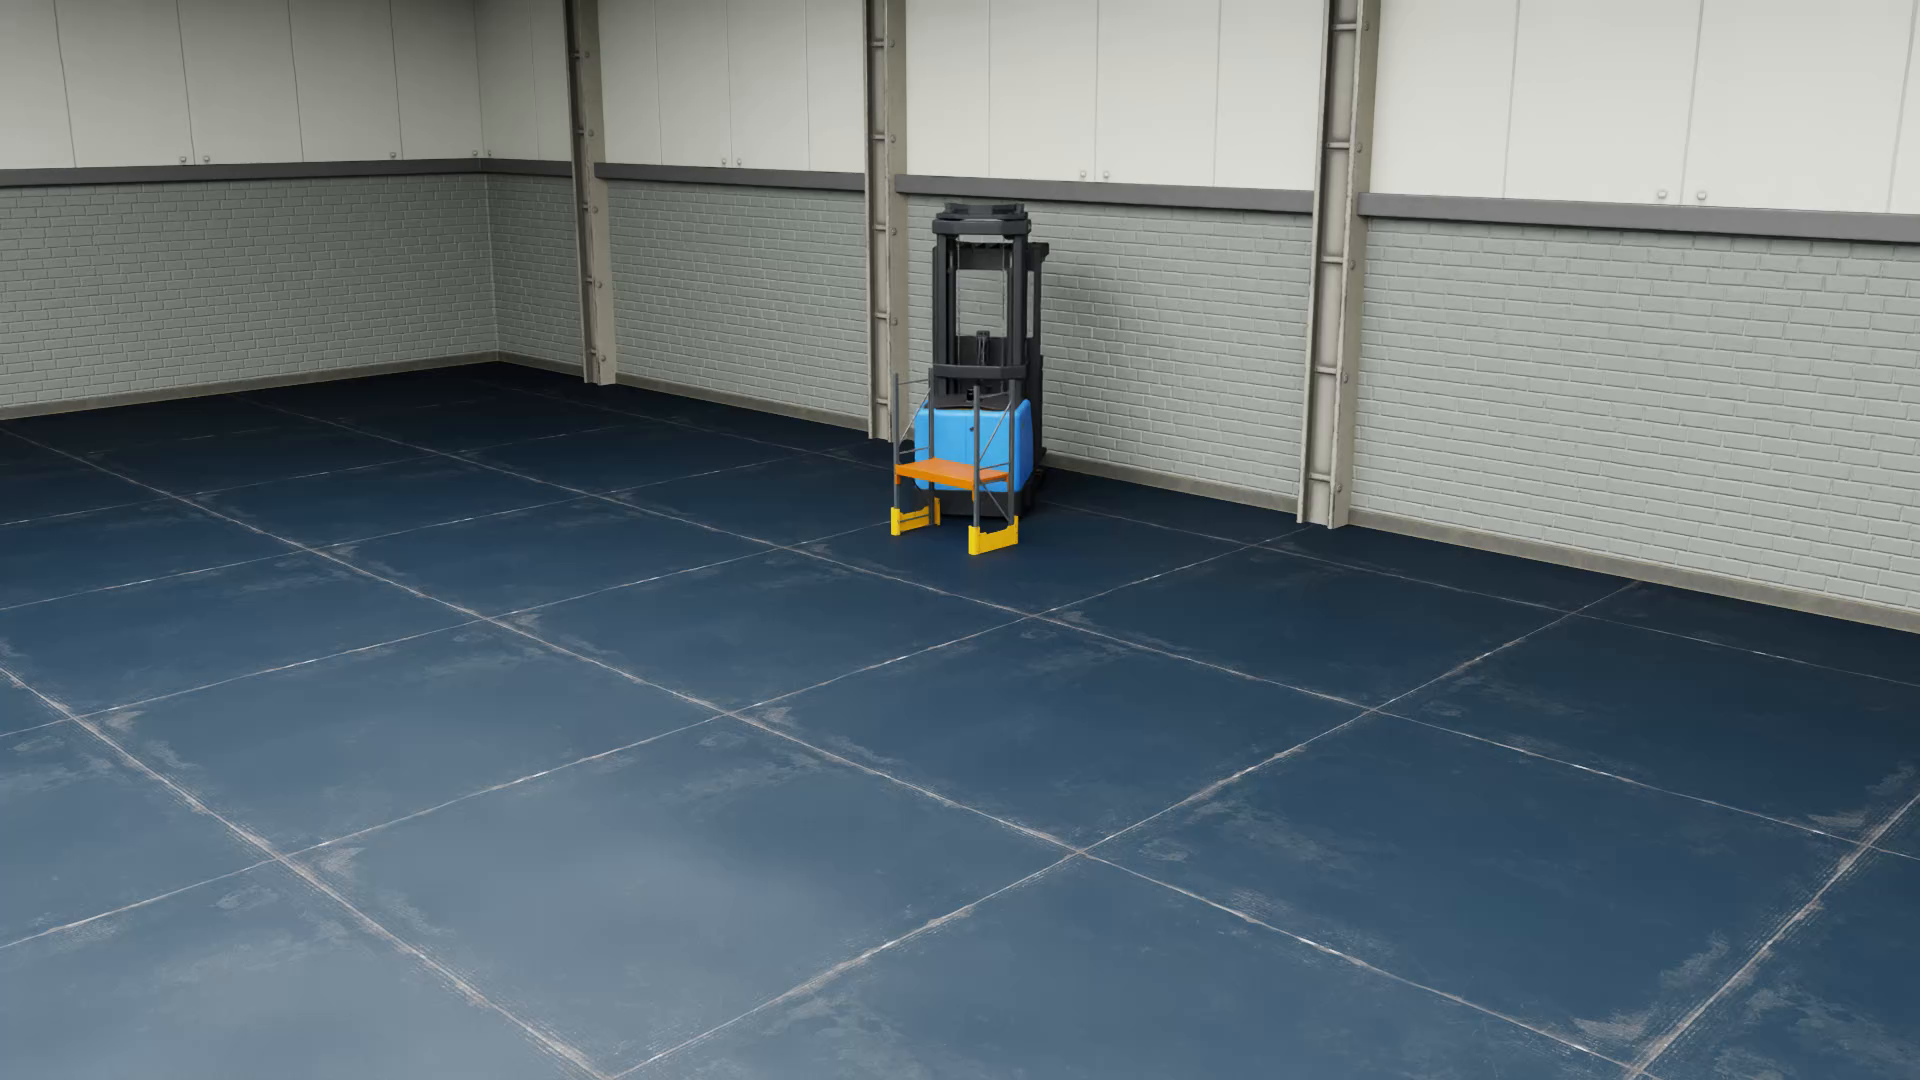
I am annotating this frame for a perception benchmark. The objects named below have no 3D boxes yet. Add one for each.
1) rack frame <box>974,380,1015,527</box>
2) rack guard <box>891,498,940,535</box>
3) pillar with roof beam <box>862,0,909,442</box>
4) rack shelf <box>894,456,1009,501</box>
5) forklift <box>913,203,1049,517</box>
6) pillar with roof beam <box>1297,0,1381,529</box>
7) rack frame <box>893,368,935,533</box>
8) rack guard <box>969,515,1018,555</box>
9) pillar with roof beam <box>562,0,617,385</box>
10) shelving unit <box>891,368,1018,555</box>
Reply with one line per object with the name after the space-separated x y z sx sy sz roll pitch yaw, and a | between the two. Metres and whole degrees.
0.305 -0.652 14.777 0.032 1.500 0.500 14 20 42 | rack frame
-0.413 -0.221 15.604 0.087 0.250 0.587 14 20 42 | rack guard
-3.840 -4.789 15.782 0.400 9.000 9.100 14 20 42 | pillar with roof beam
-0.061 -0.567 15.164 1.000 0.185 0.538 14 20 42 | rack shelf
0.306 -1.958 16.954 1.130 2.935 3.031 2 15 9 | forklift
0.479 -3.739 11.752 0.400 9.000 9.100 14 20 42 | pillar with roof beam
-0.427 -0.830 15.460 0.032 1.500 0.500 14 20 42 | rack frame
0.304 -0.047 14.935 0.087 0.250 0.587 14 20 42 | rack guard
-8.159 -5.839 19.812 0.400 9.000 9.100 14 20 42 | pillar with roof beam
-0.055 -0.739 15.112 1.083 1.500 0.587 14 20 42 | shelving unit
